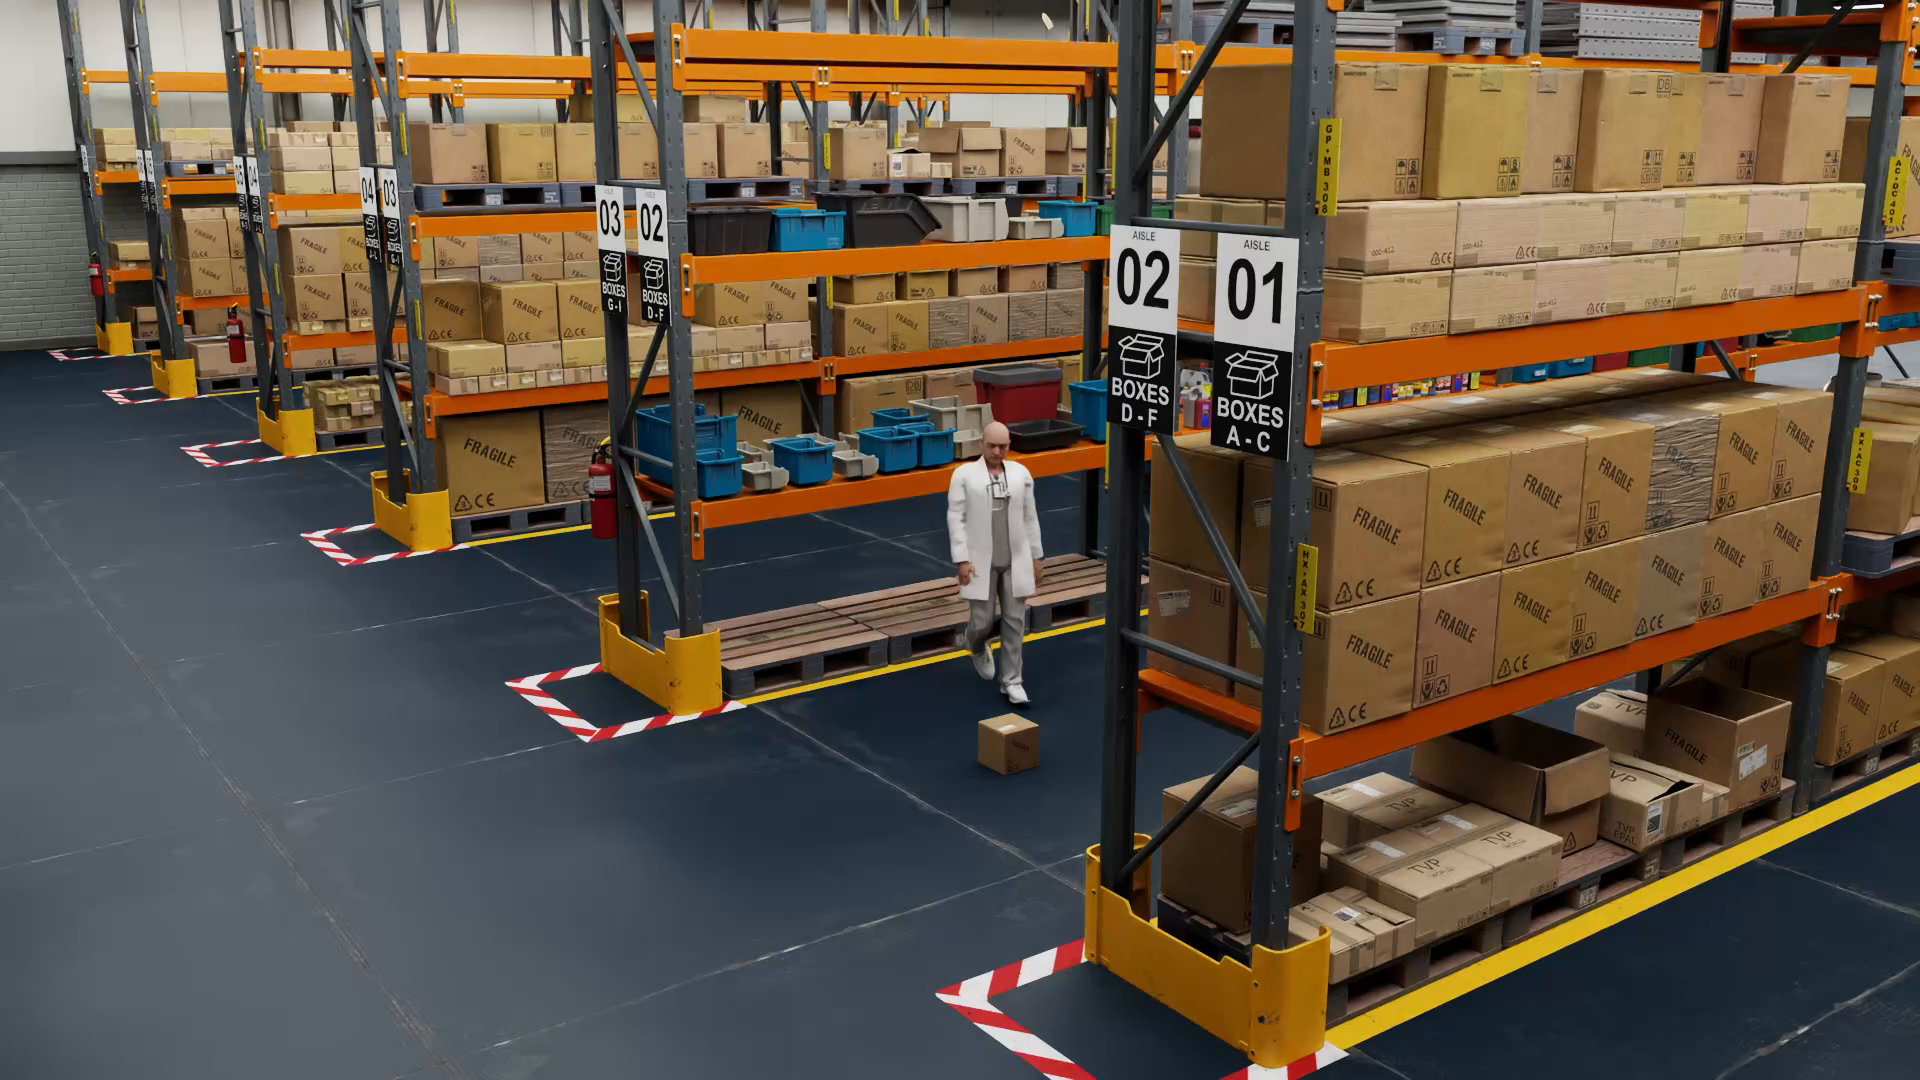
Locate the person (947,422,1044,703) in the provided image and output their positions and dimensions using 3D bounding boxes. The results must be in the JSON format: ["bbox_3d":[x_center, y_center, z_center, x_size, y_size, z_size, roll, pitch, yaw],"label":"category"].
[{"bbox_3d":[0.225,0.124,10.490,0.626,1.759,0.670,-3,14,-11],"label":"person"}]
